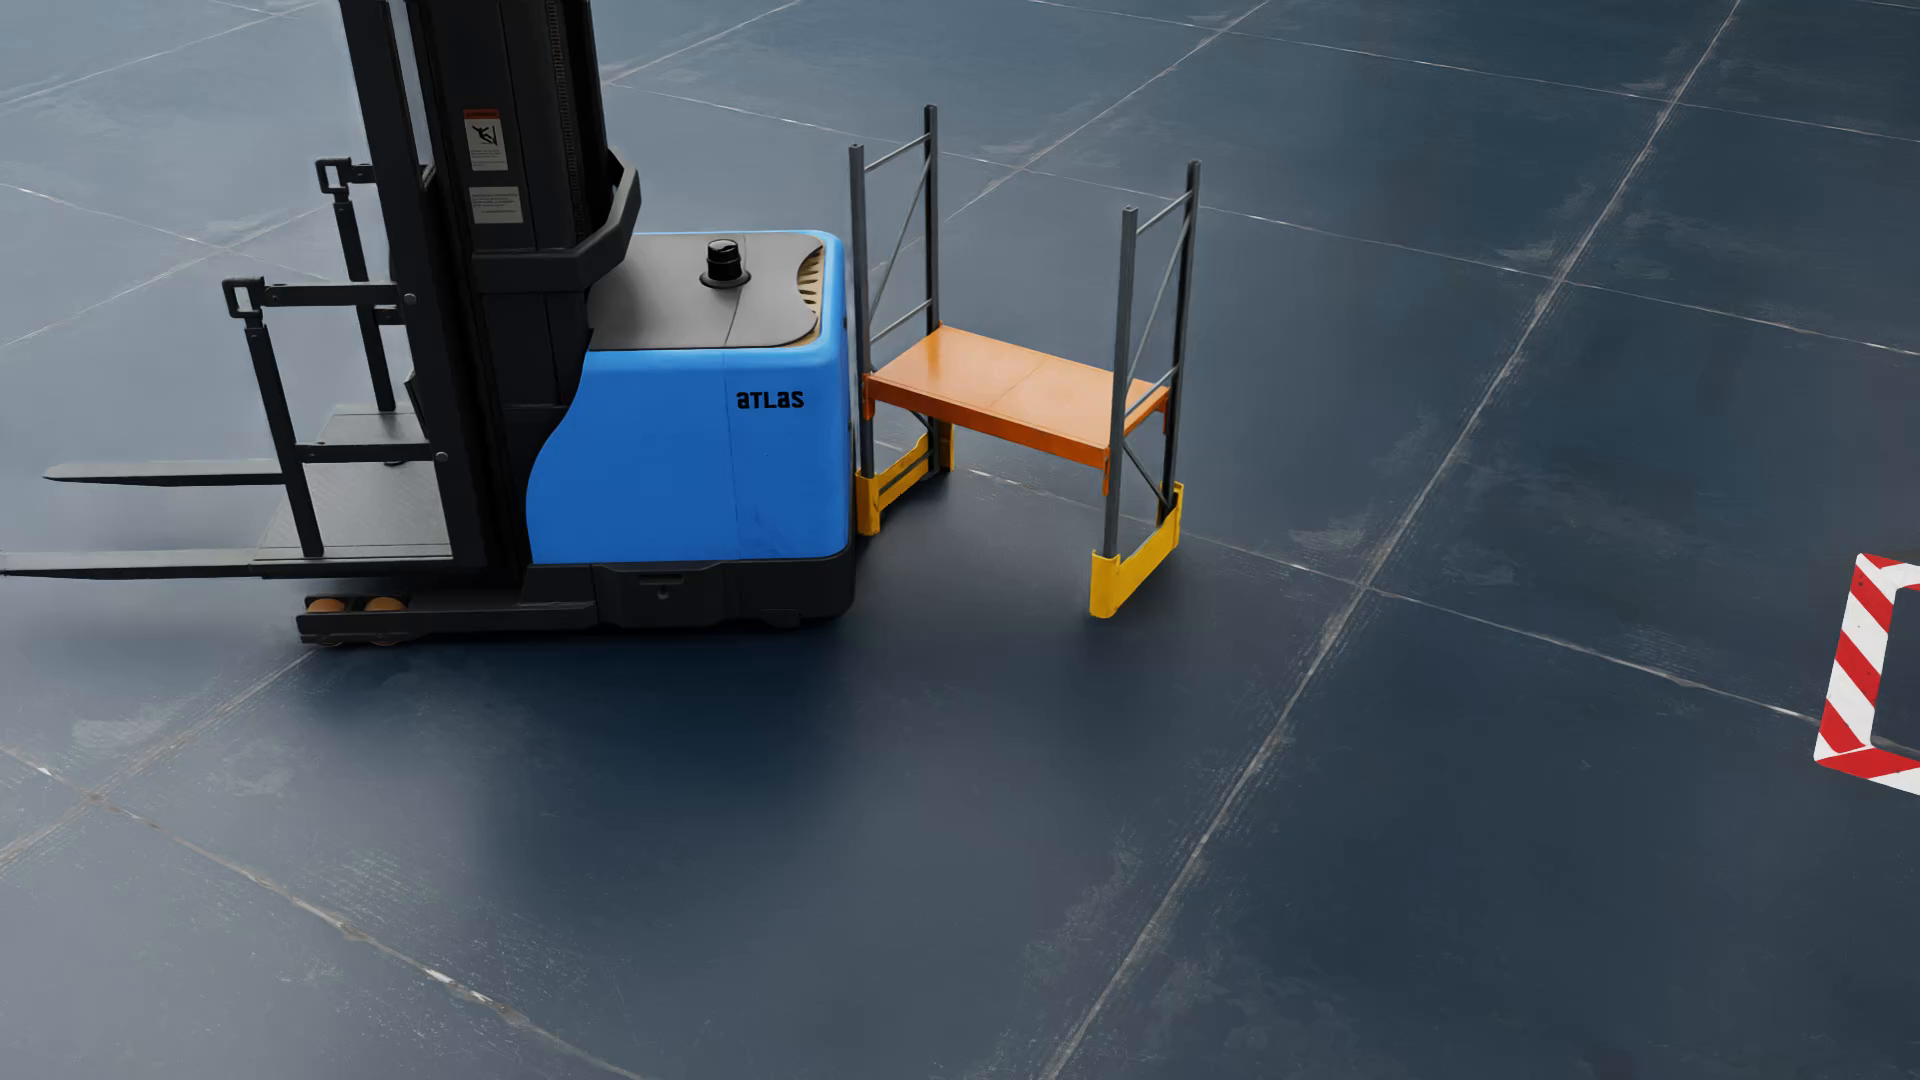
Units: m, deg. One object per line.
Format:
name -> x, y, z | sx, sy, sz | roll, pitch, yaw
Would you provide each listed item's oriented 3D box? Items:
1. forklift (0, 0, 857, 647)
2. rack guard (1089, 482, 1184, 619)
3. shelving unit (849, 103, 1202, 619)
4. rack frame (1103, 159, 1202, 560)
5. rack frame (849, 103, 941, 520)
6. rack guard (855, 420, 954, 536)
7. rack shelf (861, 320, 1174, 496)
forklift -> -1.902, -1.152, 5.336 | 3.031, 2.935, 1.130 | -1, 34, -2
rack guard -> 0.638, 0.027, 5.983 | 0.087, 0.250, 0.587 | 19, 38, 26
shelving unit -> 0.215, -0.639, 5.856 | 1.083, 1.500, 0.587 | 19, 38, 26
rack frame -> 0.639, -0.493, 5.637 | 0.032, 1.500, 0.500 | 19, 38, 26
rack frame -> -0.224, -0.790, 6.084 | 0.032, 1.500, 0.500 | 19, 38, 26
rack guard -> -0.207, -0.265, 6.422 | 0.087, 0.250, 0.587 | 19, 38, 26
rack shelf -> 0.208, -0.492, 5.960 | 1.000, 0.185, 0.538 | 19, 38, 26
